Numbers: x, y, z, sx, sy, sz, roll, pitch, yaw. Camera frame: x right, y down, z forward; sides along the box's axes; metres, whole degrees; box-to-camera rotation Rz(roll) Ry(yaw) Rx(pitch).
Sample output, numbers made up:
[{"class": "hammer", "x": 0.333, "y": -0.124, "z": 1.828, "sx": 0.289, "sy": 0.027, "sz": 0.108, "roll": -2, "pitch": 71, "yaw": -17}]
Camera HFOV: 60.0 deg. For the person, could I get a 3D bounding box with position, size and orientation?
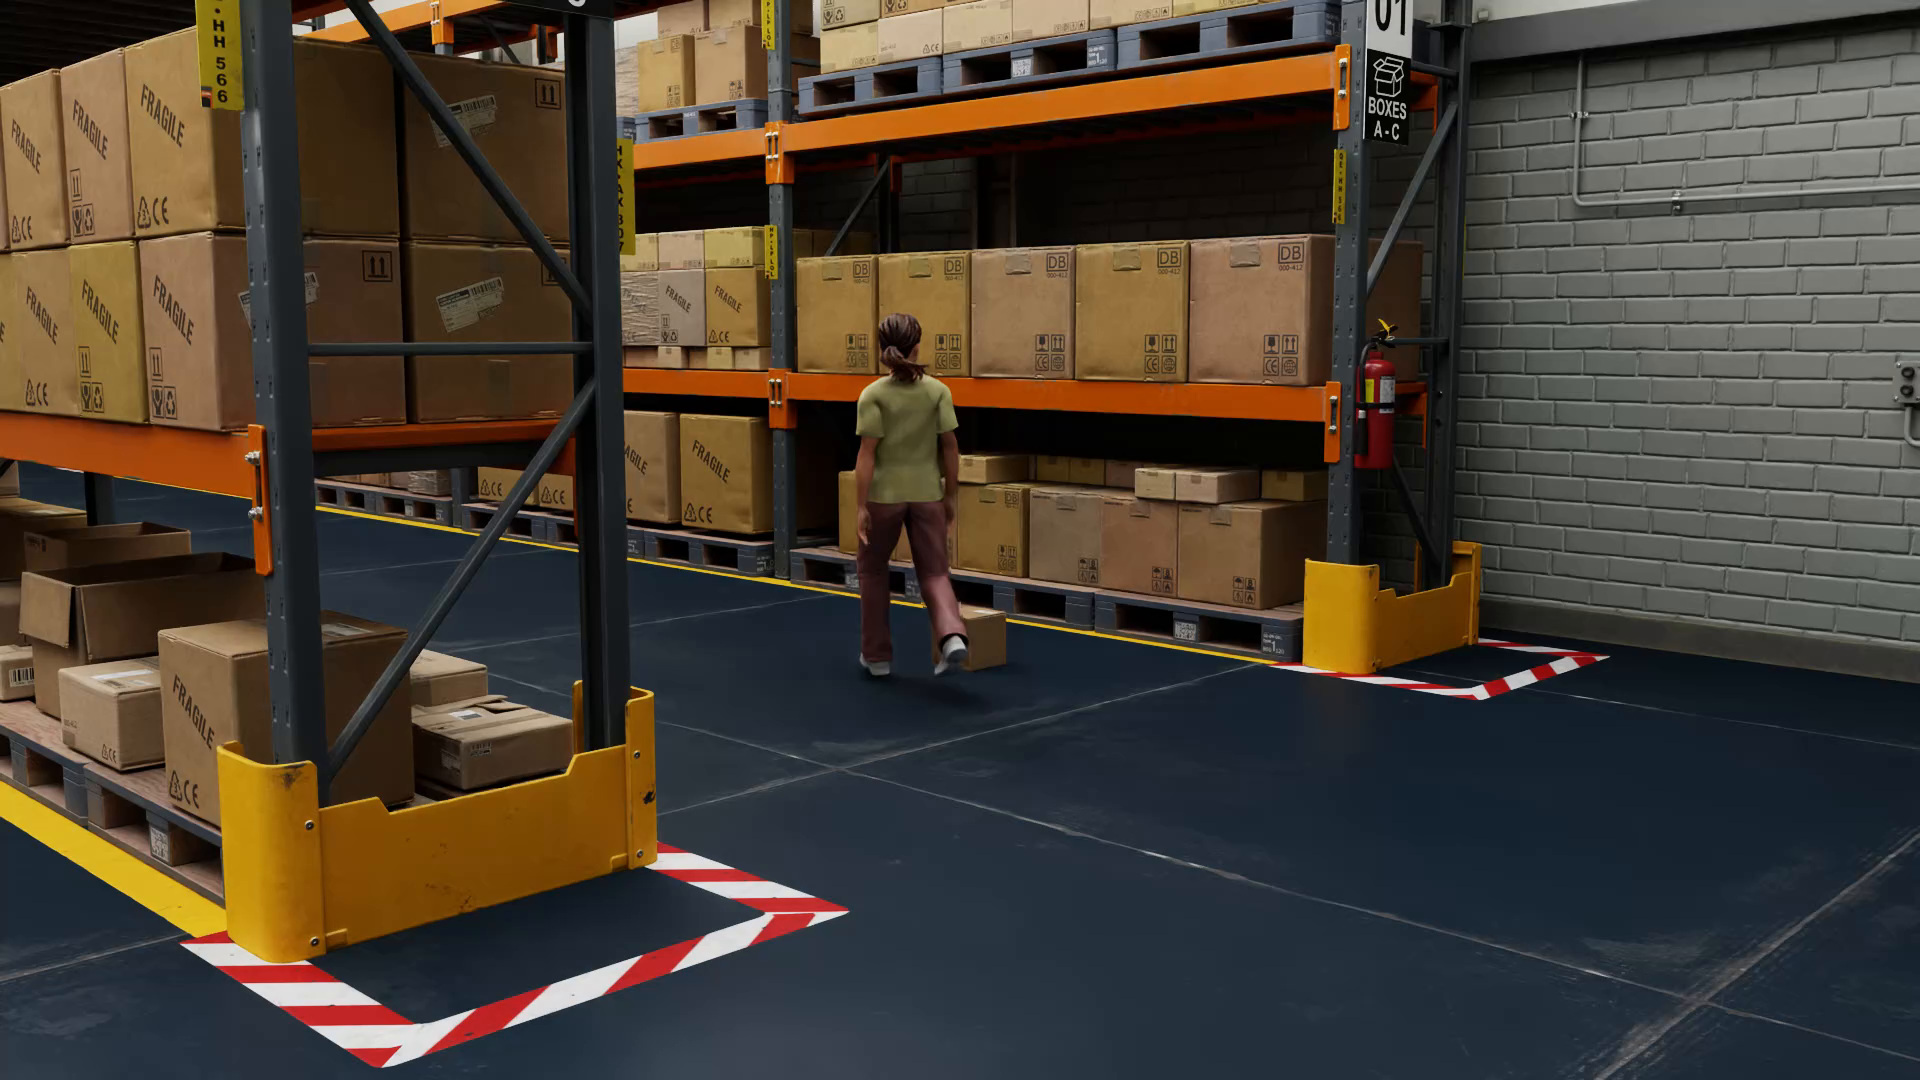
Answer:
[{"class": "person", "x": -0.246, "y": -0.172, "z": 7.231, "sx": 0.461, "sy": 1.616, "sz": 0.920, "roll": -2, "pitch": 7, "yaw": -14}]
